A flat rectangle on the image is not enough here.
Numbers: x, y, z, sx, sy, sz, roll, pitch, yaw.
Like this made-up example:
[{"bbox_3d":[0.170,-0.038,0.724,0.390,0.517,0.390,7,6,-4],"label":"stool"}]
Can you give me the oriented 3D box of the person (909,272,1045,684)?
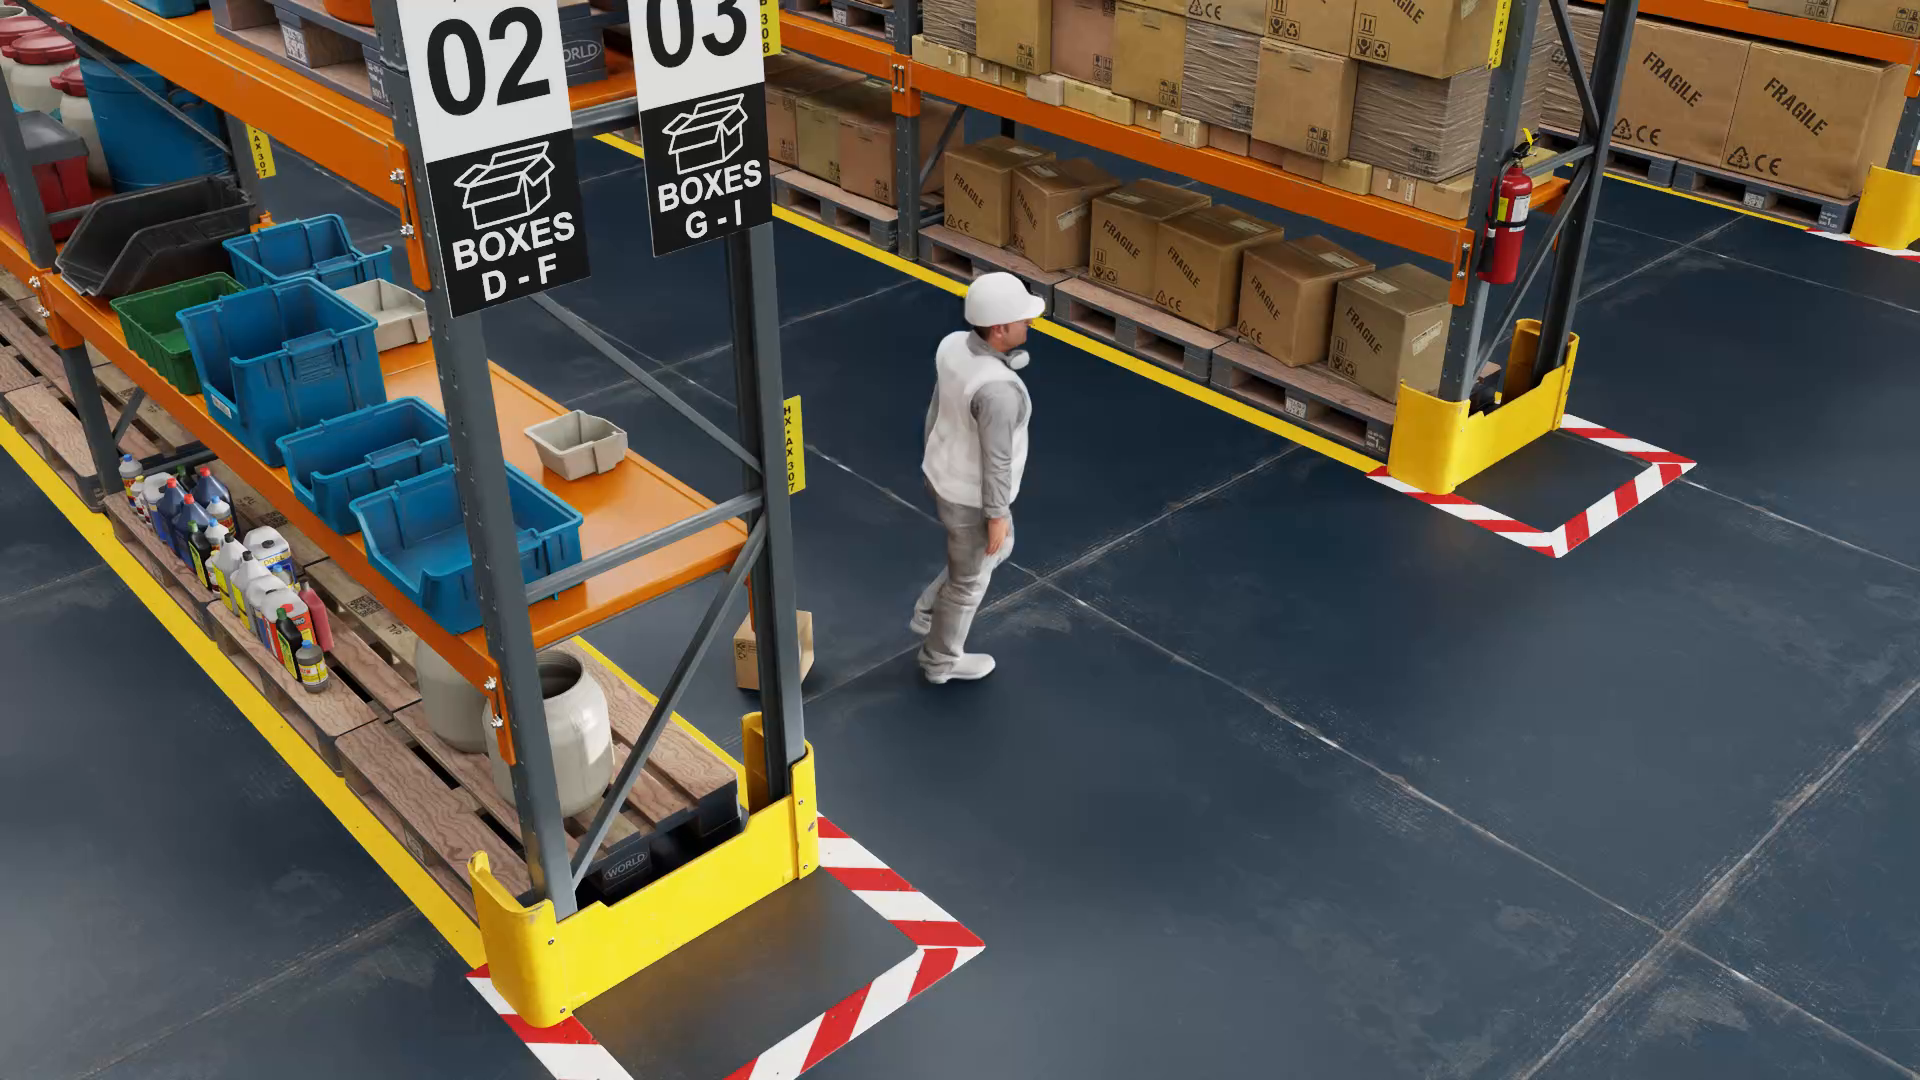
[{"bbox_3d":[0.059,-0.211,6.425,0.483,1.759,0.568,-10,33,-15],"label":"person"}]
